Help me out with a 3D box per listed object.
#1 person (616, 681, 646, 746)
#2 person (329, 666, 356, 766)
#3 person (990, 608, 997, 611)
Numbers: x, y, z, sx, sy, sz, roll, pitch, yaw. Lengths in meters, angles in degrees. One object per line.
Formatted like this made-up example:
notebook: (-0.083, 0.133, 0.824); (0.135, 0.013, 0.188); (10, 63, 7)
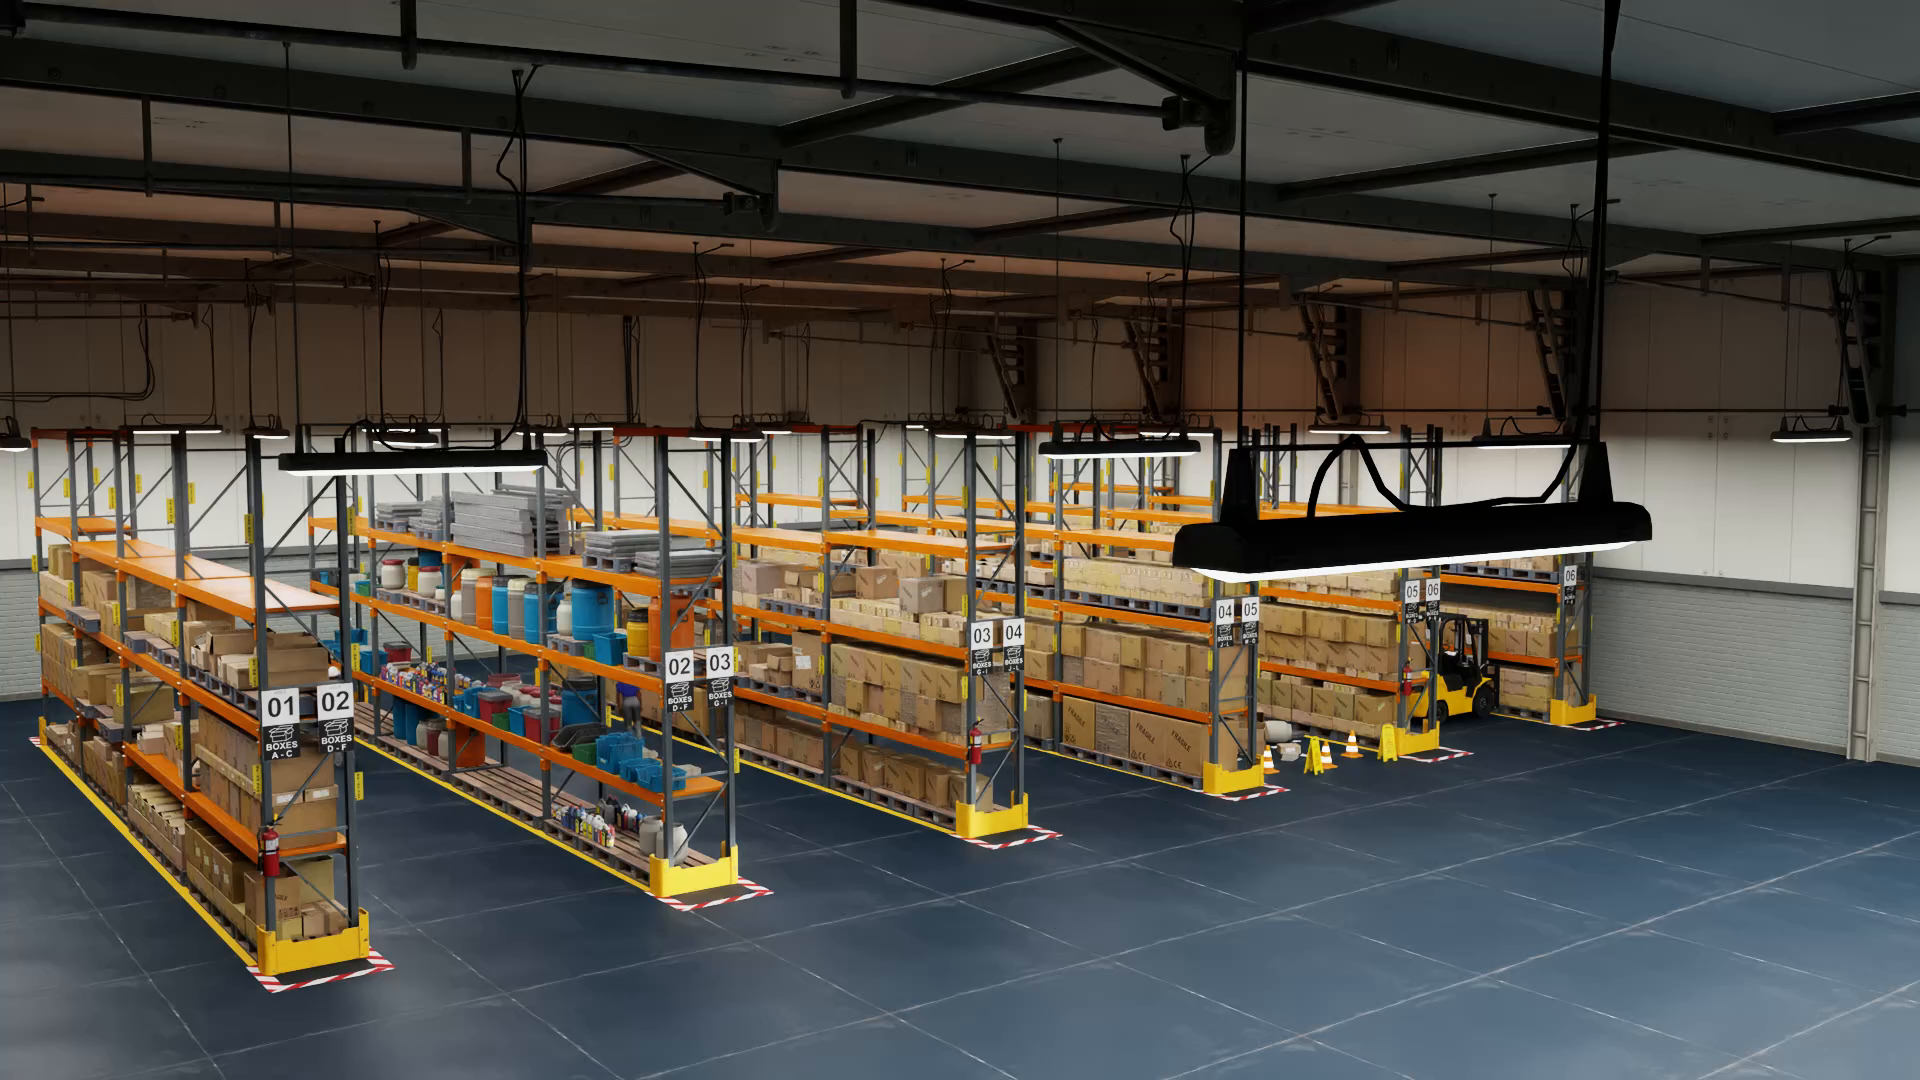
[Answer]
person: (-6.095, 3.084, 30.821); (0.507, 1.646, 0.457); (-2, 5, -28)
person: (-11.082, 3.122, 29.559); (0.577, 1.763, 0.498); (-2, 5, -28)
person: (0.784, 2.444, 38.124); (0.536, 1.783, 0.588); (3, 5, 32)
